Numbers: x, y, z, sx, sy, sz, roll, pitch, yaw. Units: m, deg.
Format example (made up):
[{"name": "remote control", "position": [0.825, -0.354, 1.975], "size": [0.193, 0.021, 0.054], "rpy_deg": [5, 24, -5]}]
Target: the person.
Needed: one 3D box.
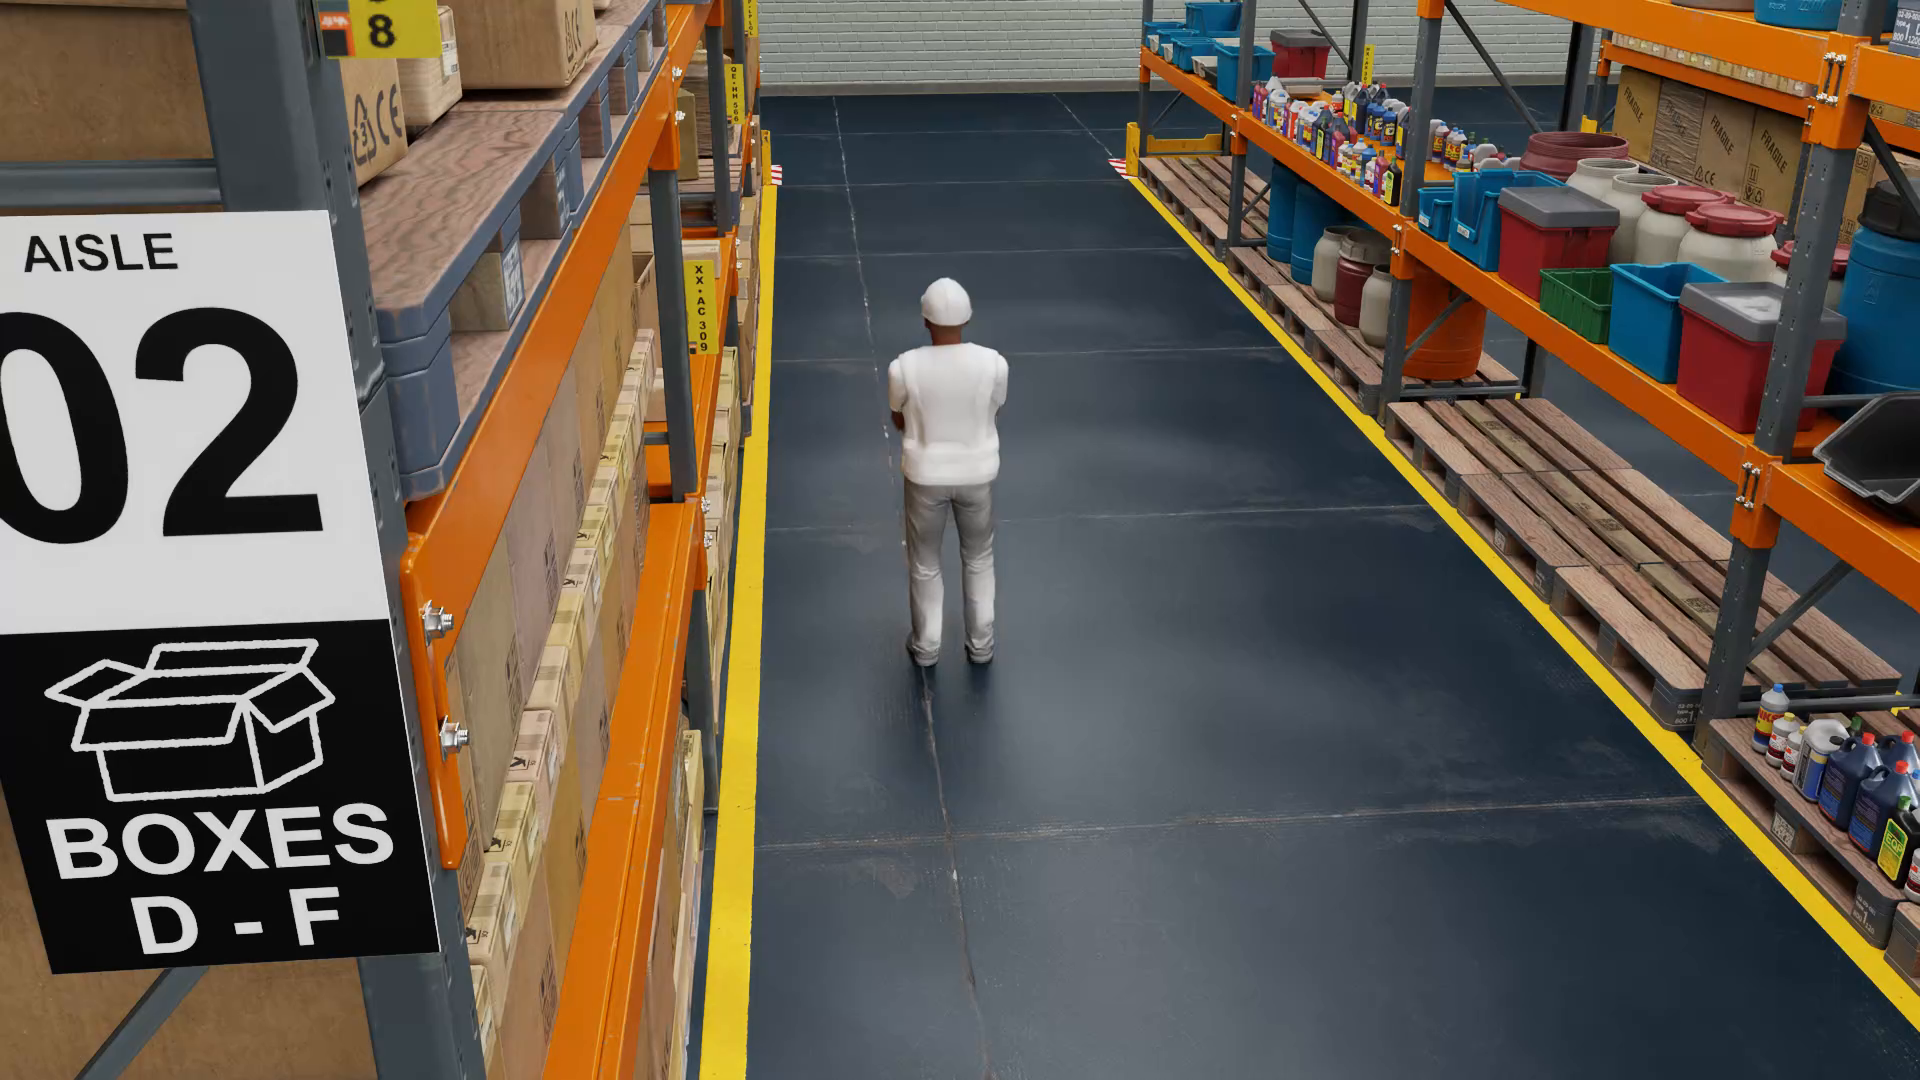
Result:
[{"name": "person", "position": [-0.061, -0.323, 7.310], "size": [0.510, 1.767, 0.575], "rpy_deg": [-2, 24, -5]}]
